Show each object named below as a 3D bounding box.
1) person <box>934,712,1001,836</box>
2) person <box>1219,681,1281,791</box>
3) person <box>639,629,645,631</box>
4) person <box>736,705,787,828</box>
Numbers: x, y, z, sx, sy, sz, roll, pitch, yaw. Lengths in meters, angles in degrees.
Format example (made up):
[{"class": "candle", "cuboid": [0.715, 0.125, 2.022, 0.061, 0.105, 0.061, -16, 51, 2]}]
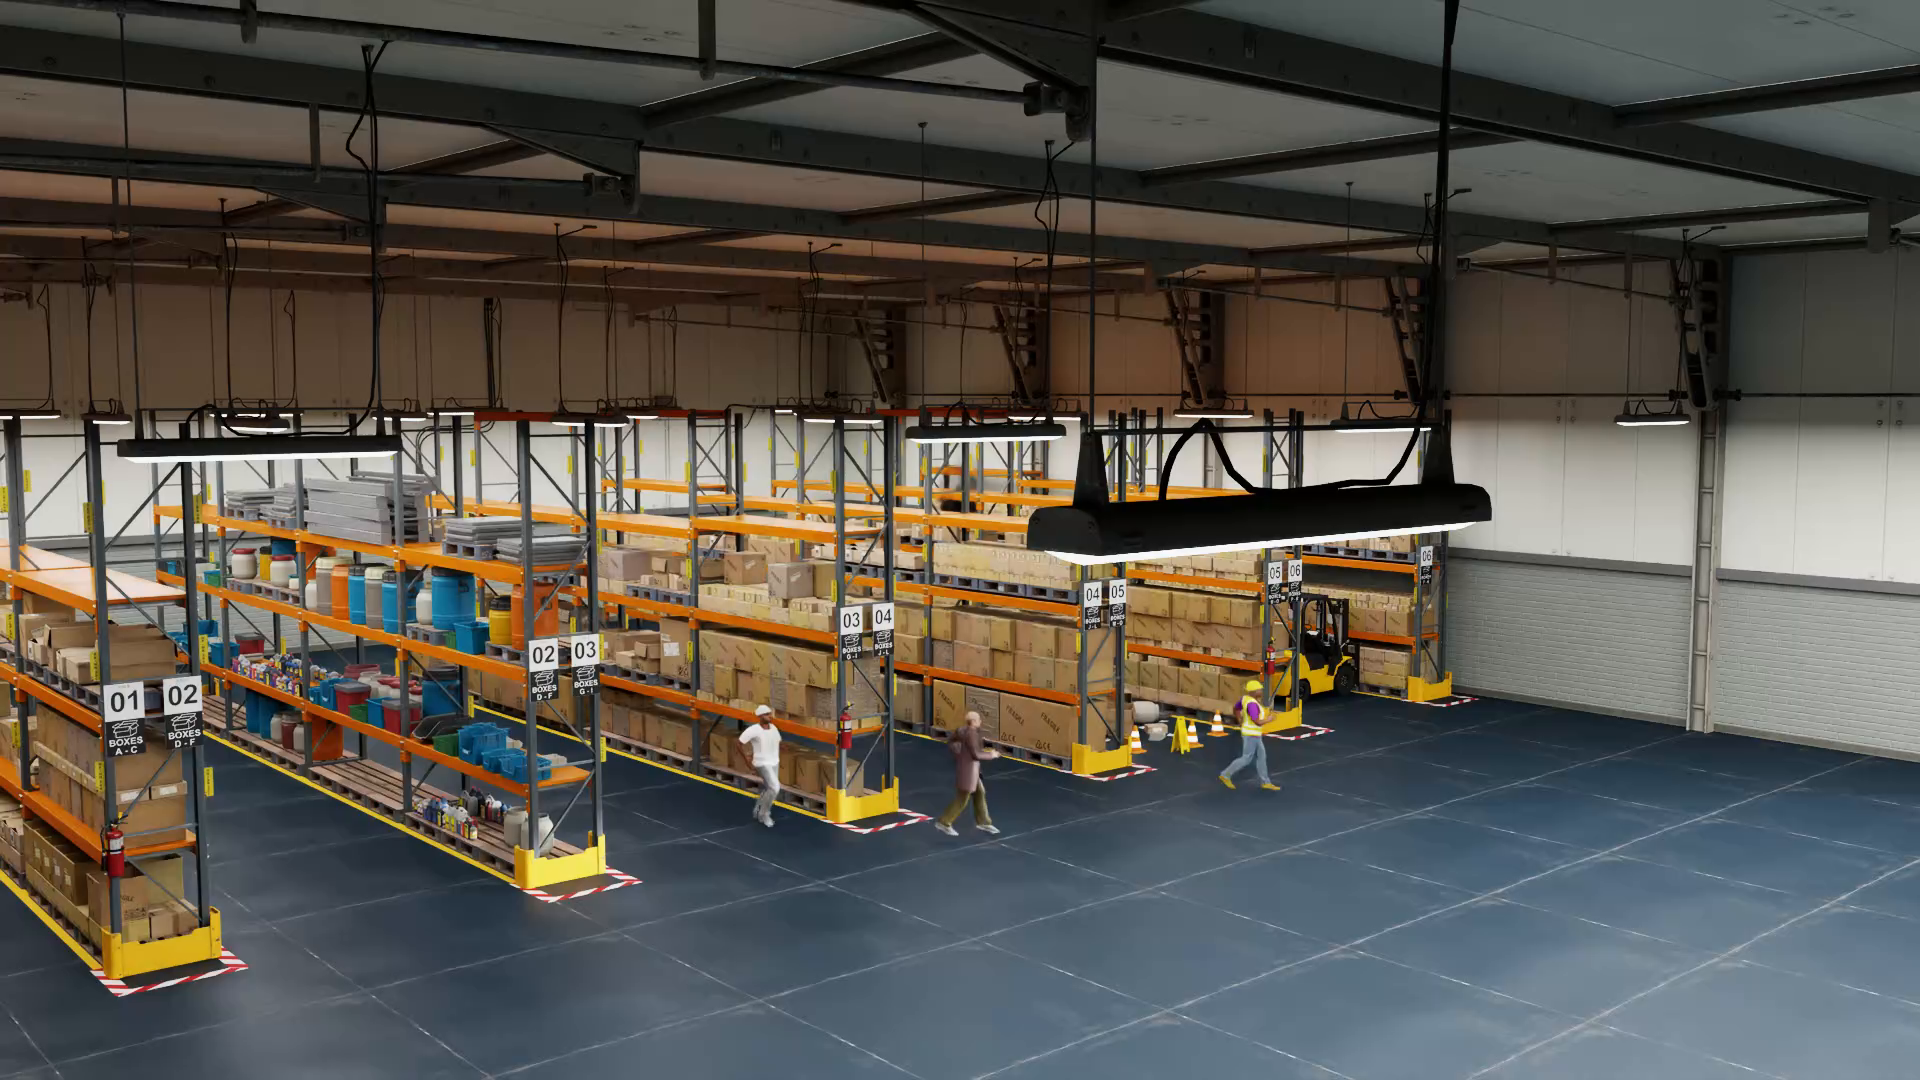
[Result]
[{"class": "person", "cuboid": [0.100, 3.354, 23.761, 1.007, 1.807, 0.690, -1, 5, -12]}, {"class": "person", "cuboid": [4.607, 3.101, 26.374, 0.982, 1.760, 0.696, 0, 5, 5]}, {"class": "person", "cuboid": [-6.385, 2.597, 33.495, 0.711, 1.636, 0.577, 5, 7, 42]}, {"class": "person", "cuboid": [-2.833, 3.316, 24.415, 0.659, 1.777, 0.669, 3, 6, 34]}]
